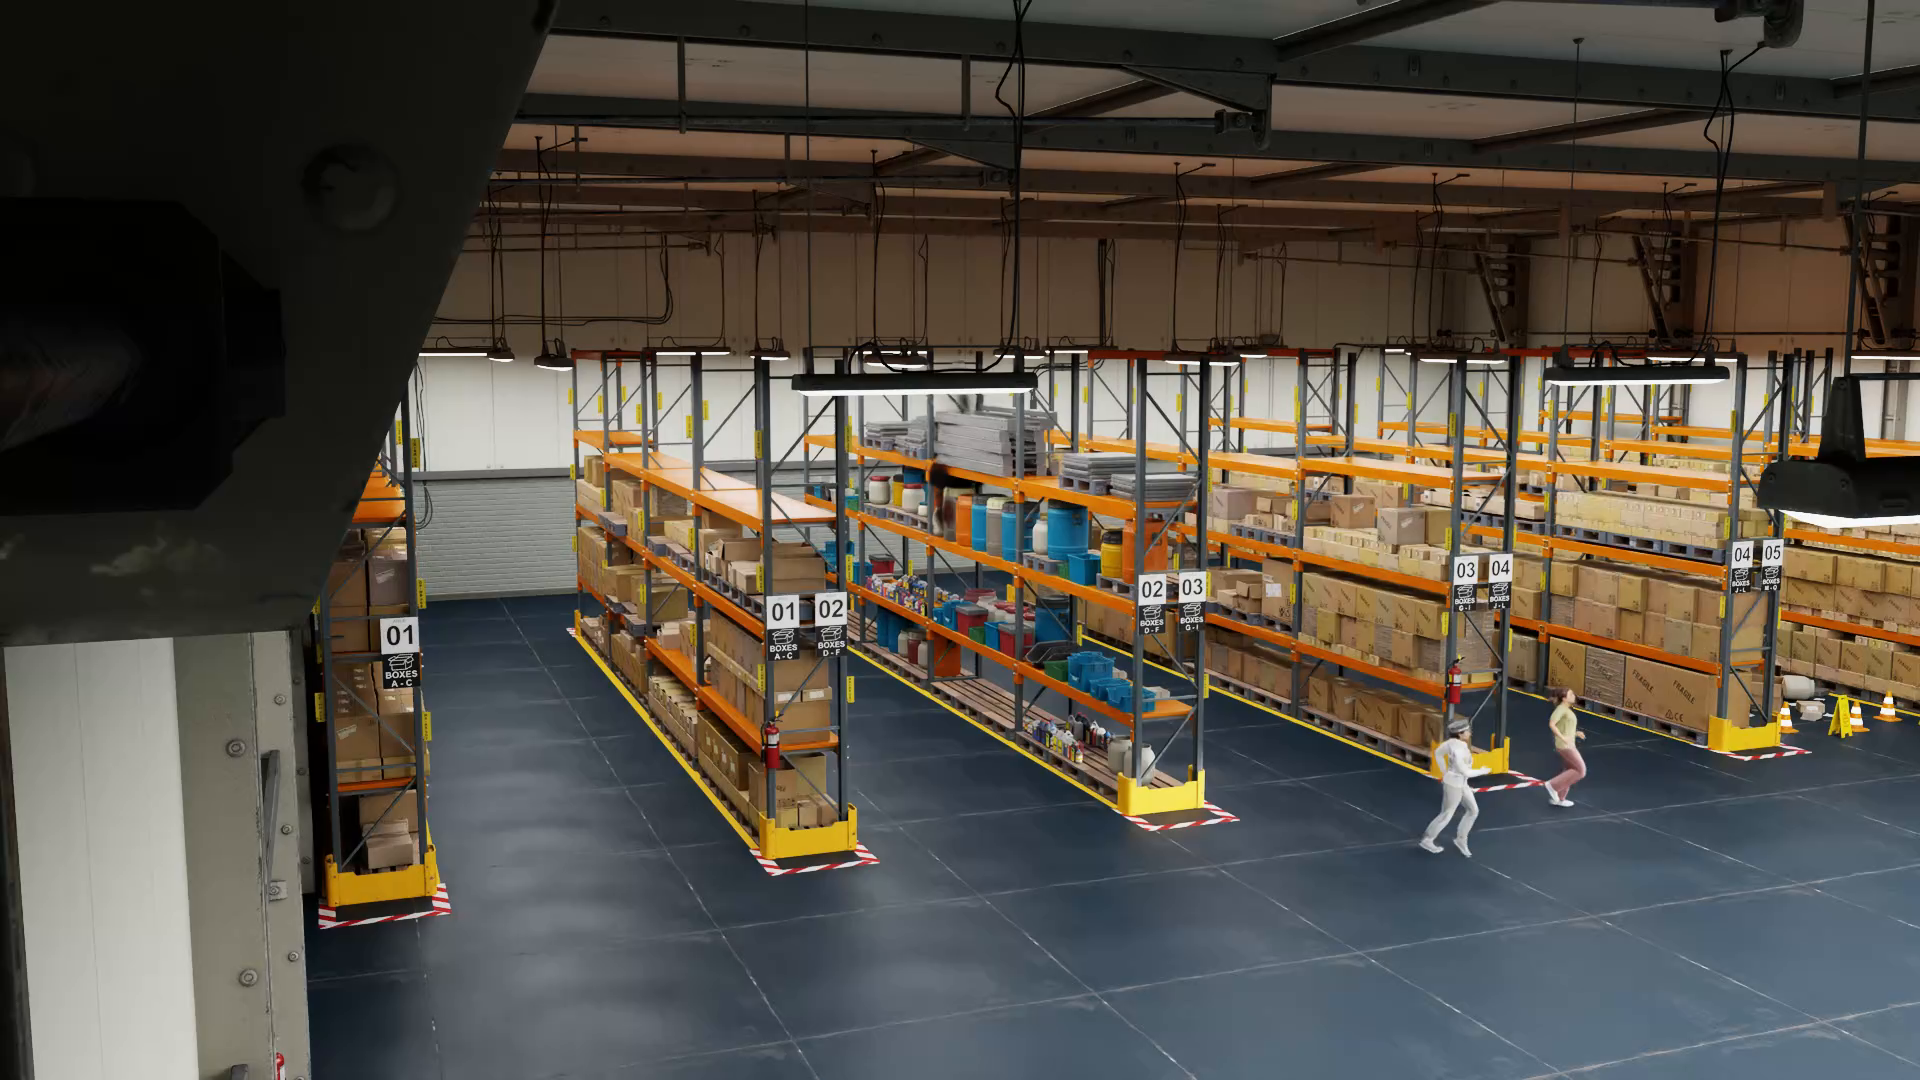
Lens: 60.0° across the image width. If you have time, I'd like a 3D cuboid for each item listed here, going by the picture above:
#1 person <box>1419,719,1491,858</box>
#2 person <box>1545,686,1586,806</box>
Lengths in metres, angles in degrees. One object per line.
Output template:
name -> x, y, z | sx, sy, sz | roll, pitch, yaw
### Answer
person -> 5.994, 3.008, 20.103 | 0.806, 1.735, 0.573 | 2, 7, 15
person -> 8.130, 2.768, 22.282 | 0.514, 1.630, 0.584 | 3, 8, 20
